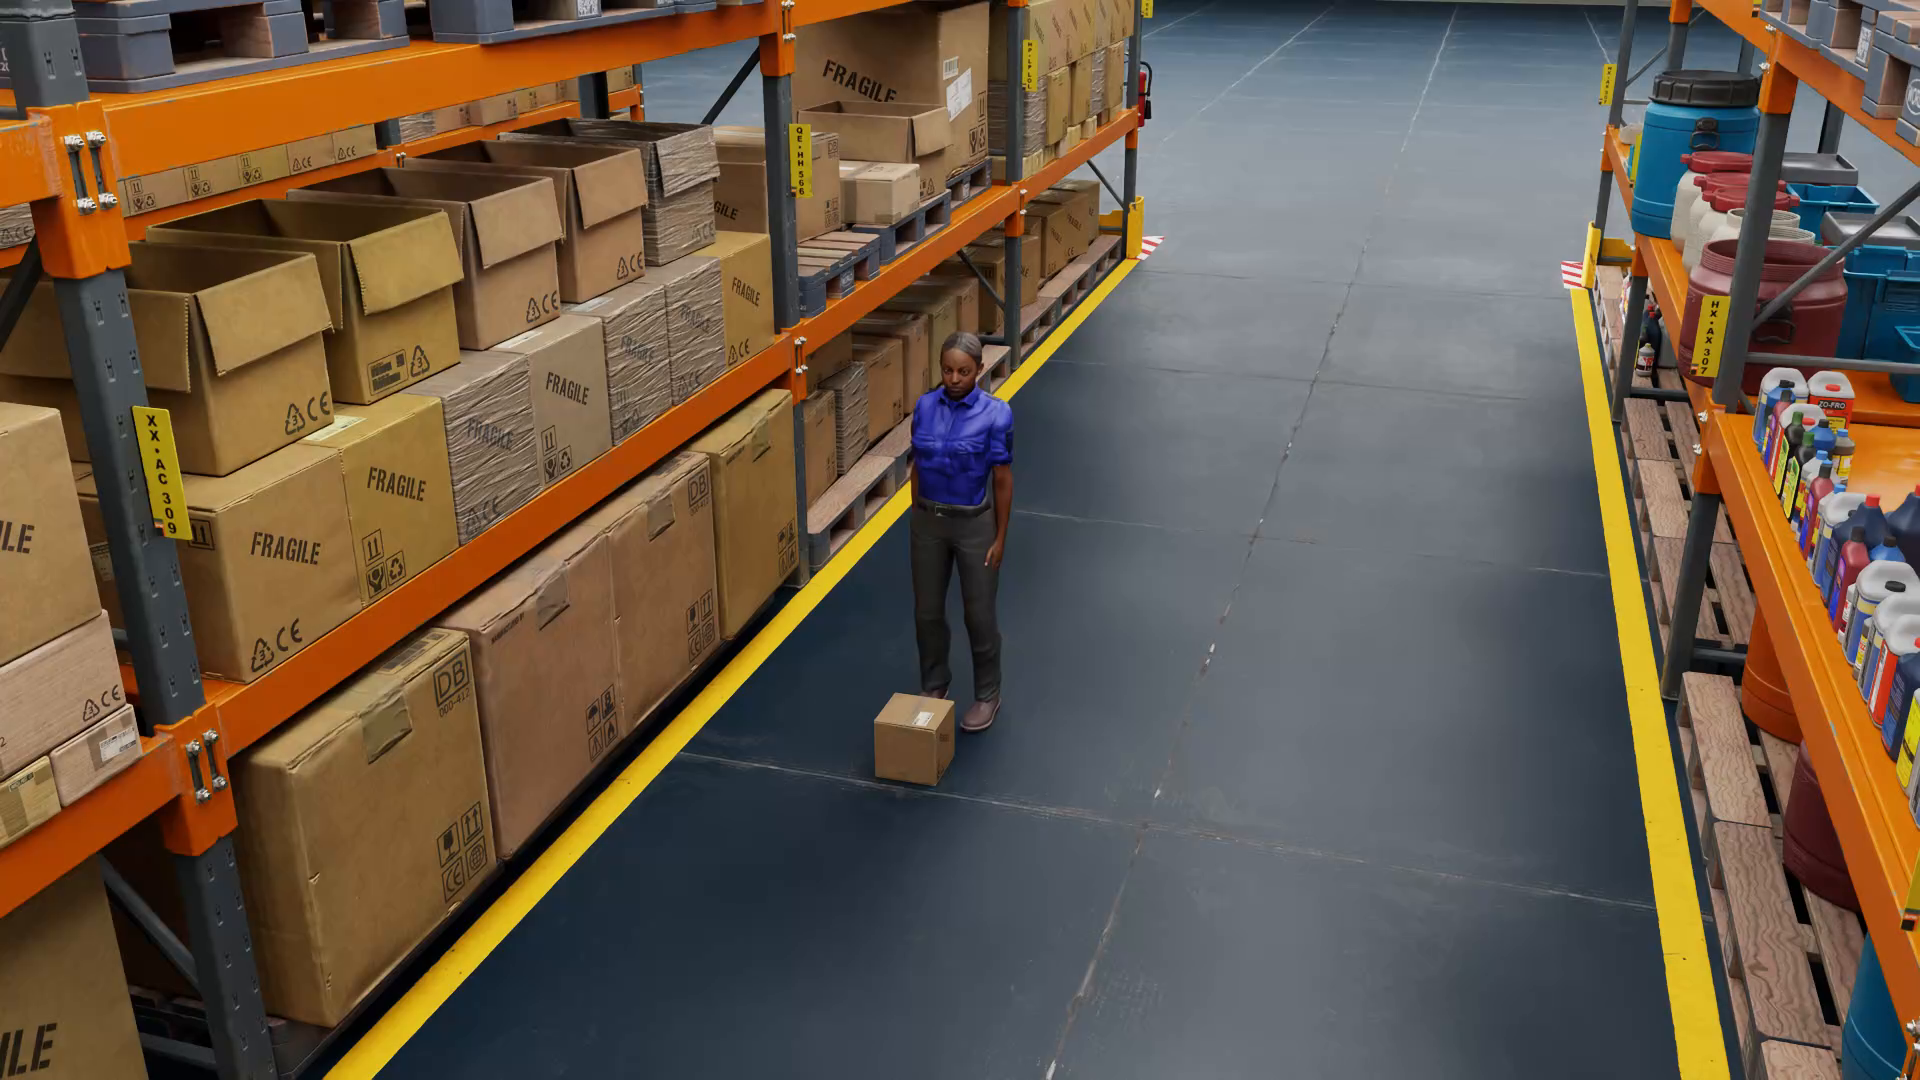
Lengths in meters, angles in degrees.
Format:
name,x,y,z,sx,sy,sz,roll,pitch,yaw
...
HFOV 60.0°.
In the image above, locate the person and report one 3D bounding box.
name,x,y,z,sx,sy,sz,roll,pitch,yaw
person,-0.002,-0.032,6.683,0.437,1.656,0.299,8,23,19
